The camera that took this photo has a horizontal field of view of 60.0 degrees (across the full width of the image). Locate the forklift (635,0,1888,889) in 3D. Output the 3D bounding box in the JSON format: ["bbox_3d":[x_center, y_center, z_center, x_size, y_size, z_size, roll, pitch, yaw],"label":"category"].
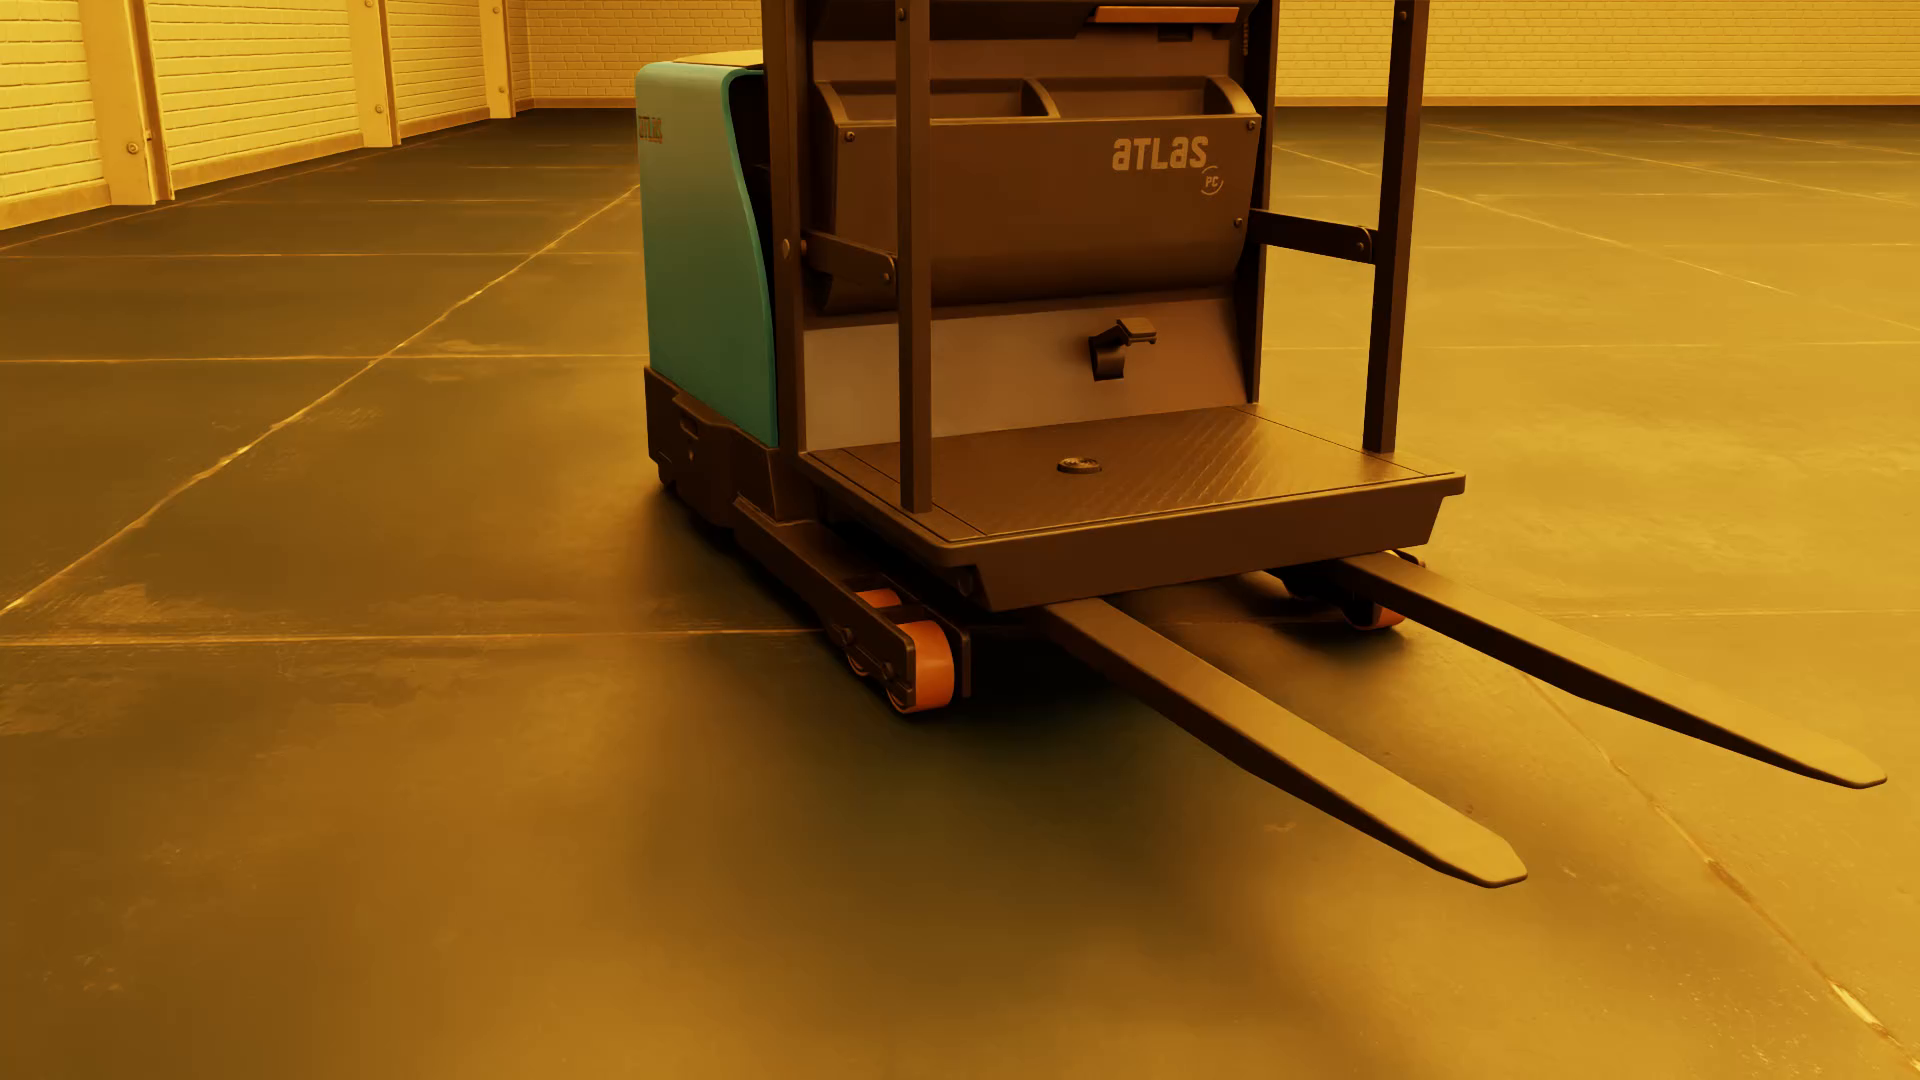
[{"bbox_3d":[0.258,-1.240,2.962,1.130,2.935,3.031,-8,19,-24],"label":"forklift"}]
